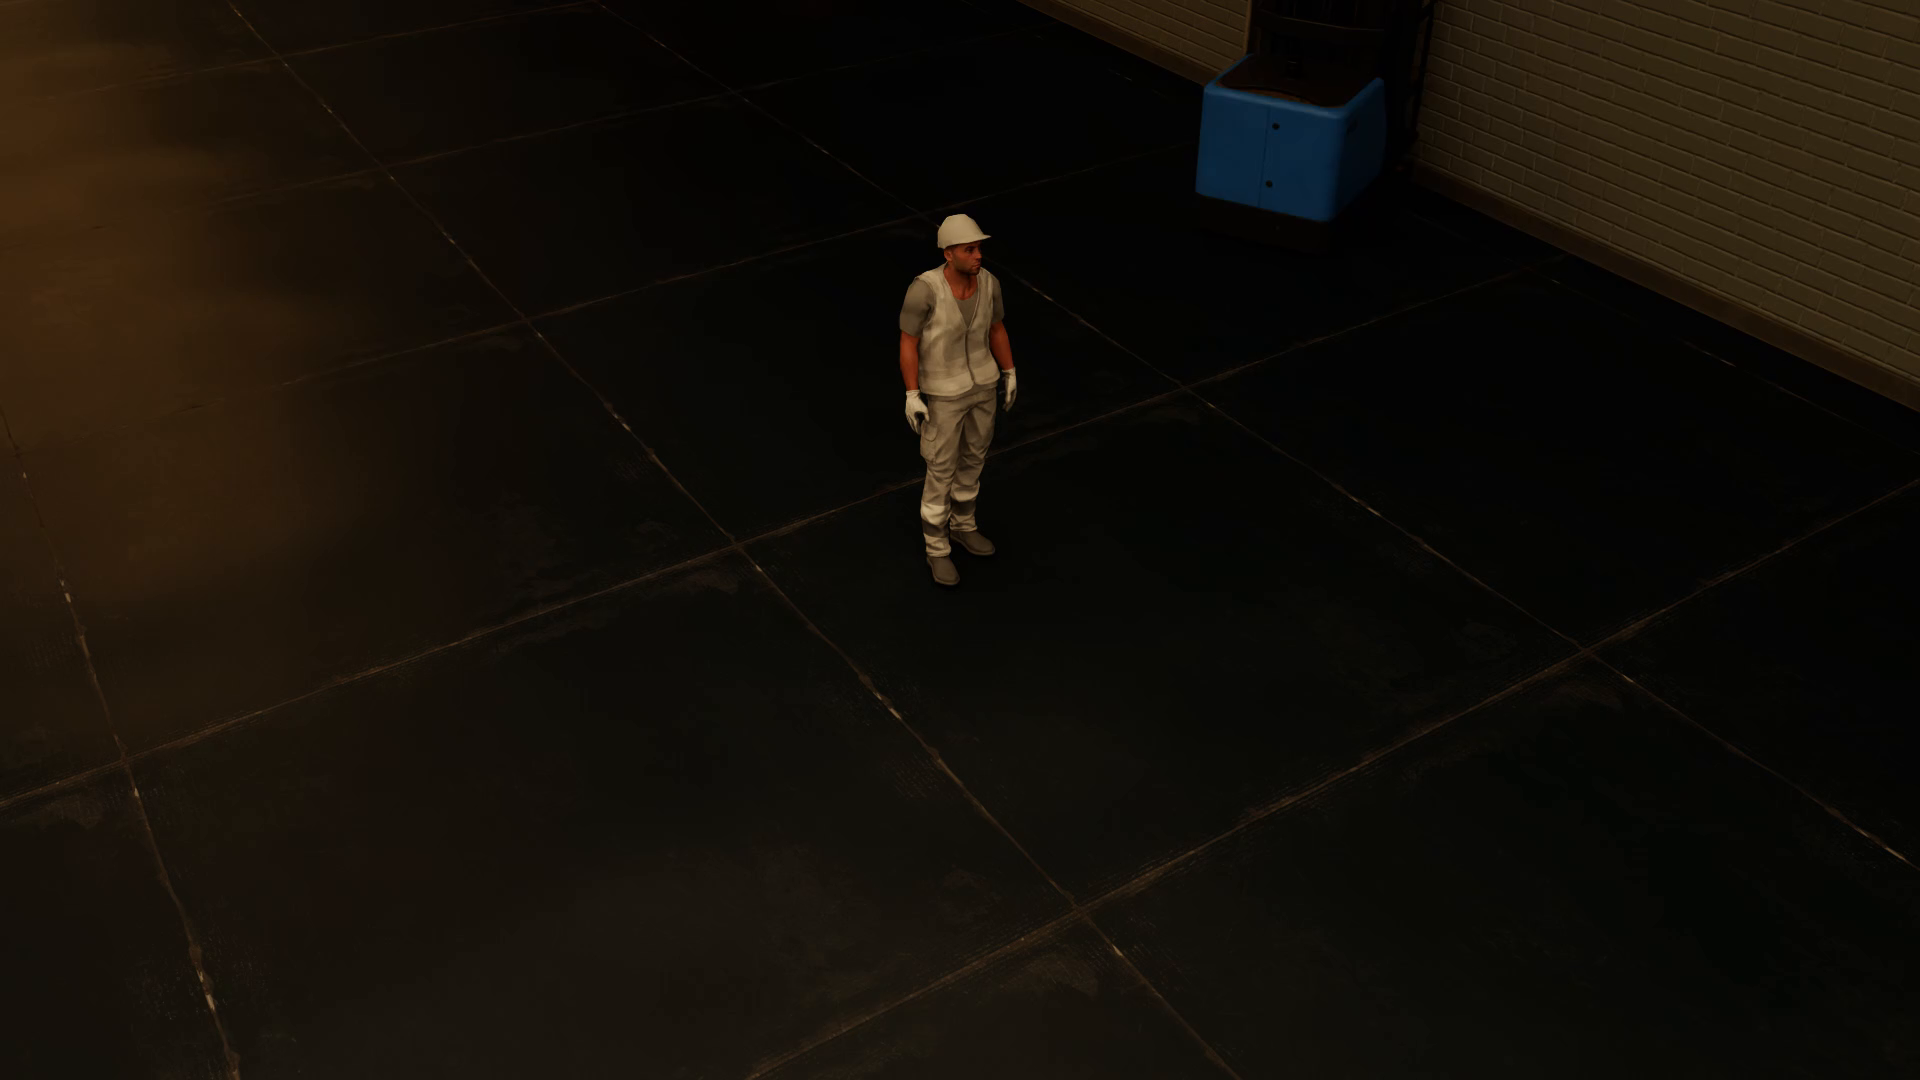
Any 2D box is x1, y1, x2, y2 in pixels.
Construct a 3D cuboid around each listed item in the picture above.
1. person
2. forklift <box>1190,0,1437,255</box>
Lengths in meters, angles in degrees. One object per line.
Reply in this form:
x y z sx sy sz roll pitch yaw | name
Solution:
0.034 -0.695 8.118 0.637 1.790 0.562 -21 40 -27 | person
2.816 -3.961 11.785 1.130 2.935 3.031 19 39 25 | forklift
